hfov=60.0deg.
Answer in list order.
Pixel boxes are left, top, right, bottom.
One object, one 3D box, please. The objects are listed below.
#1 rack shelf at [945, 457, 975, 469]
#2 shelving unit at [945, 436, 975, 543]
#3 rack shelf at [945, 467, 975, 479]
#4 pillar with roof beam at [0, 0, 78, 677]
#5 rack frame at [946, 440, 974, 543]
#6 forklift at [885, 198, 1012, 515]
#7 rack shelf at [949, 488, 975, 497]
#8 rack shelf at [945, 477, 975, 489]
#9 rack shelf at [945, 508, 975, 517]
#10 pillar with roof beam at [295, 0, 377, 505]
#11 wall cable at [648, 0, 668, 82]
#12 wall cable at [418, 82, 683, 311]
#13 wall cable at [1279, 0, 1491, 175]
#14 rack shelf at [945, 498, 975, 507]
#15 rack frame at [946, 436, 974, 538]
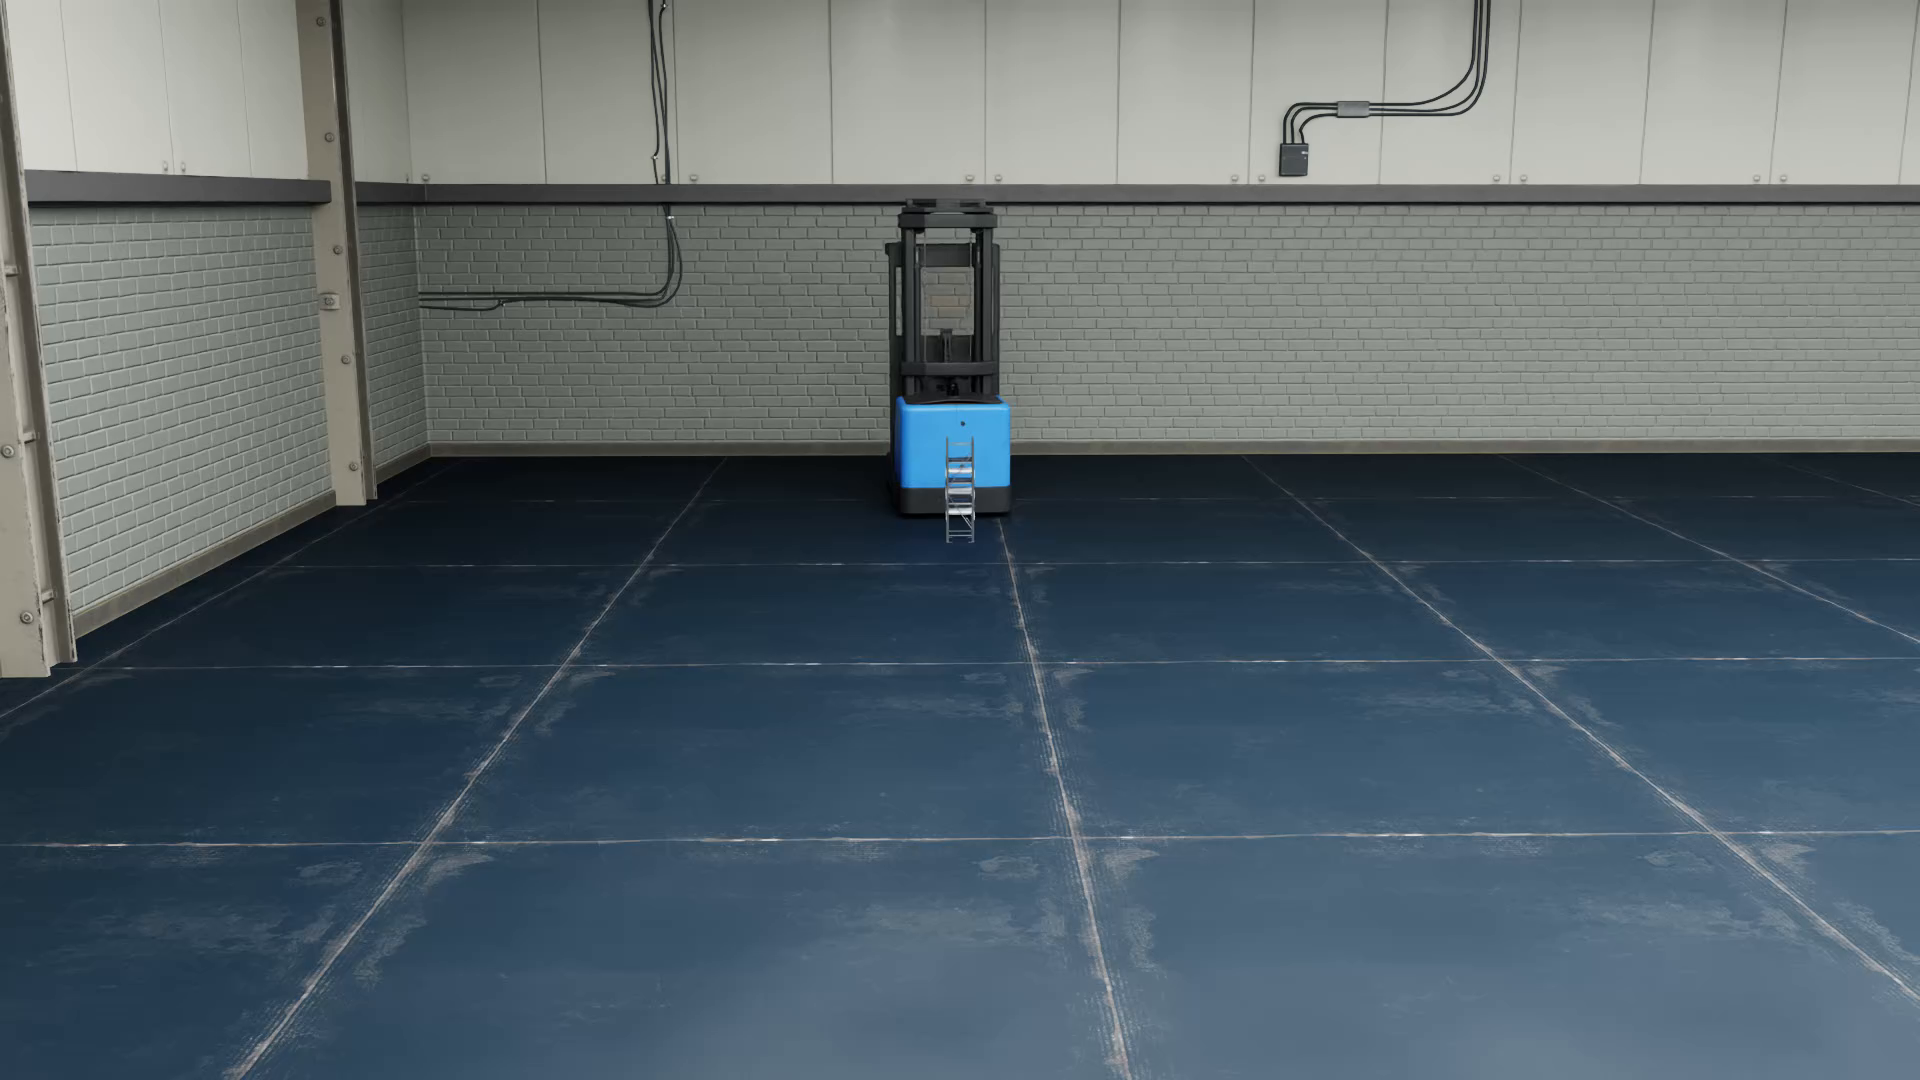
[{"bbox_3d":[0.000,-0.671,14.415,0.258,0.077,0.200,0,11,-1],"label":"rack shelf"},{"bbox_3d":[0.000,-0.439,14.462,0.258,0.900,0.210,0,11,-1],"label":"shelving unit"},{"bbox_3d":[0.000,-0.583,14.433,0.258,0.077,0.200,0,11,-1],"label":"rack shelf"},{"bbox_3d":[-1.543,-3.613,9.736,9.100,9.000,0.400,0,11,-1],"label":"pillar with roof beam"},{"bbox_3d":[0.002,-0.419,14.362,0.240,0.900,0.006,0,11,-1],"label":"rack frame"},{"bbox_3d":[-0.177,-1.915,16.627,1.130,2.935,3.031,-1,12,-5],"label":"forklift"},{"bbox_3d":[0.000,-0.407,14.468,0.258,0.077,0.200,0,11,-1],"label":"rack shelf"},{"bbox_3d":[0.000,-0.495,14.450,0.258,0.077,0.200,0,11,-1],"label":"rack shelf"},{"bbox_3d":[0.000,-0.230,14.504,0.258,0.077,0.200,0,11,-1],"label":"rack shelf"},{"bbox_3d":[-1.667,-4.806,15.615,9.100,9.000,0.400,0,11,-1],"label":"pillar with roof beam"},{"bbox_3d":[-2.005,-6.344,18.303,3.097,2.526,0.112,0,11,-1],"label":"wall cable"},{"bbox_3d":[-4.710,-3.857,18.750,3.097,2.526,0.112,0,11,-1],"label":"wall cable"},{"bbox_3d":[4.782,-7.082,18.280,2.305,6.003,0.169,0,11,-1],"label":"wall cable"},{"bbox_3d":[0.000,-0.319,14.486,0.258,0.077,0.200,0,11,-1],"label":"rack shelf"},{"bbox_3d":[-0.002,-0.460,14.561,0.240,0.900,0.006,0,11,-1],"label":"rack frame"}]
